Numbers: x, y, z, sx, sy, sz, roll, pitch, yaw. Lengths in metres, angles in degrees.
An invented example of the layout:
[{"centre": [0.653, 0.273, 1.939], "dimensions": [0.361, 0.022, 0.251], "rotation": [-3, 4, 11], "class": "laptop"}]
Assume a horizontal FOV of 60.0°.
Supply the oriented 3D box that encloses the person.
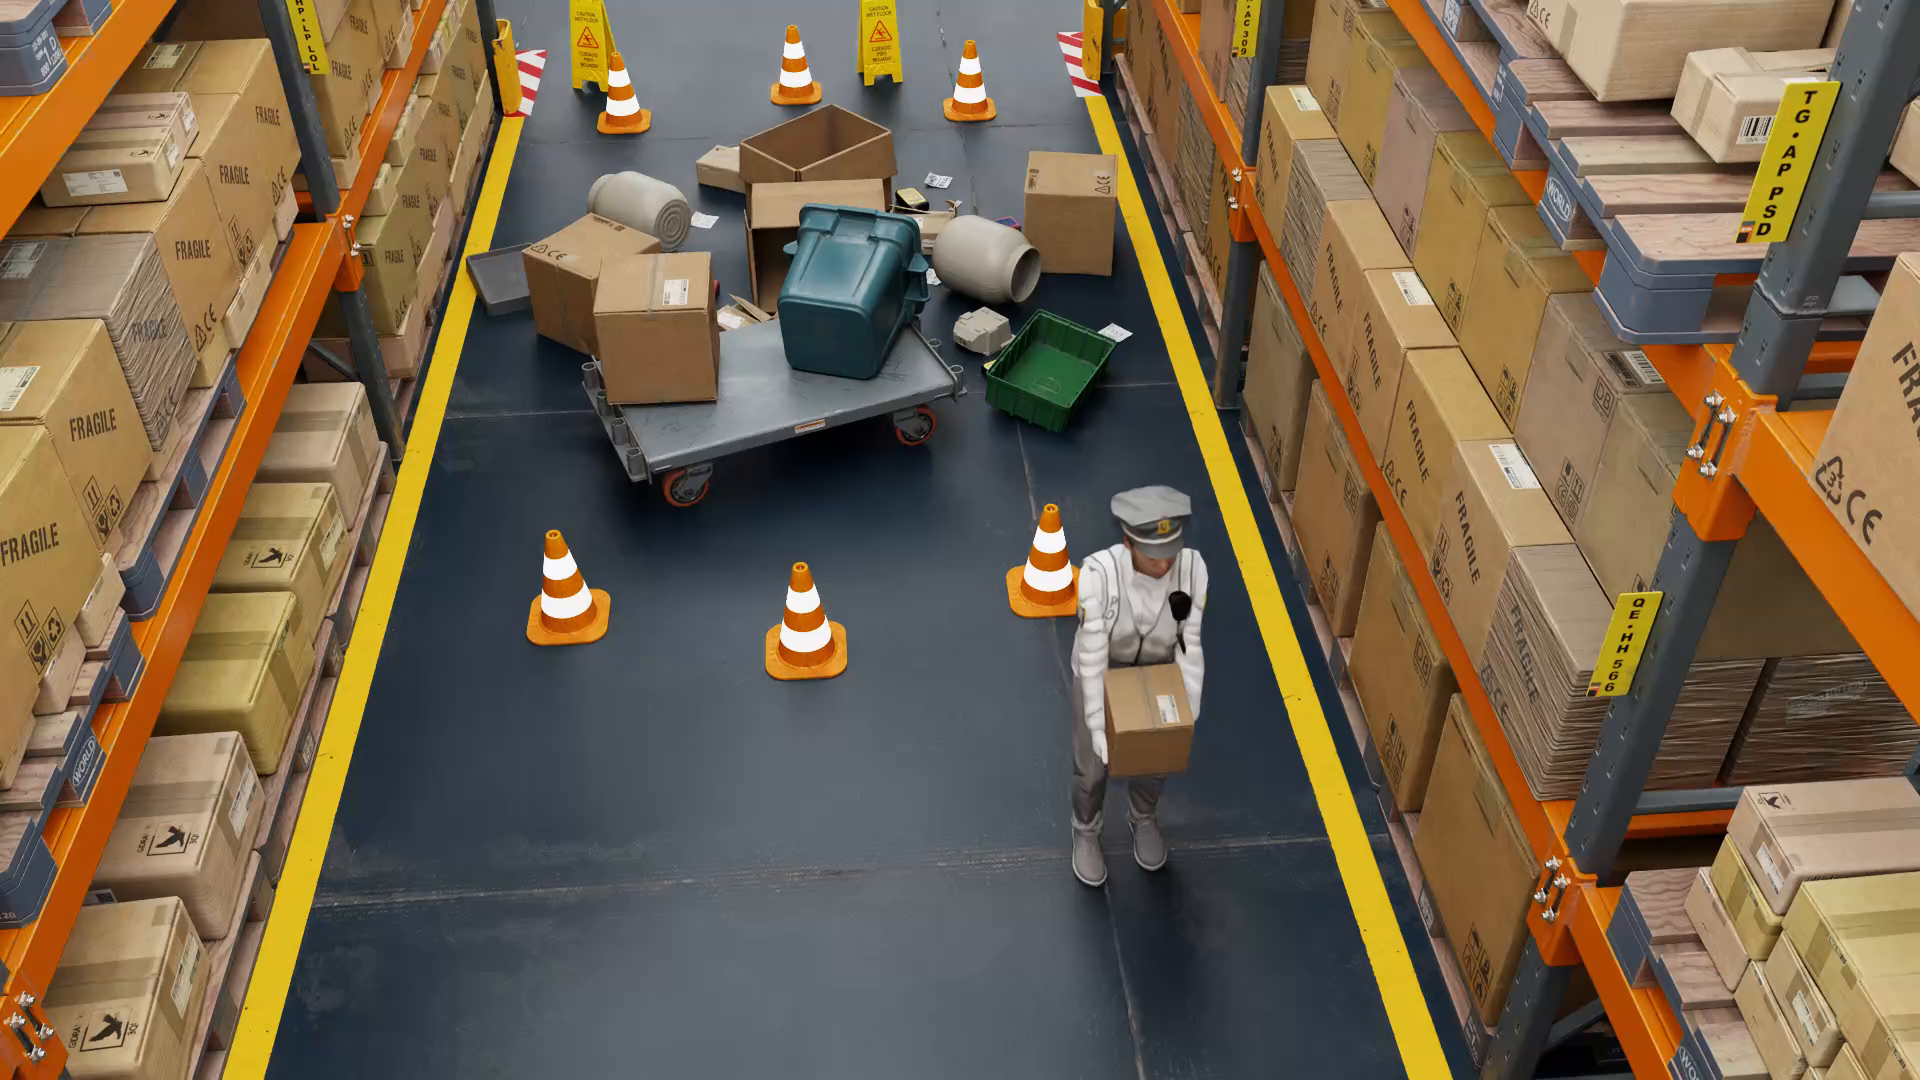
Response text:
[{"centre": [0.583, 0.517, 5.531], "dimensions": [0.417, 1.663, 0.542], "rotation": [-4, 40, -5], "class": "person"}]
